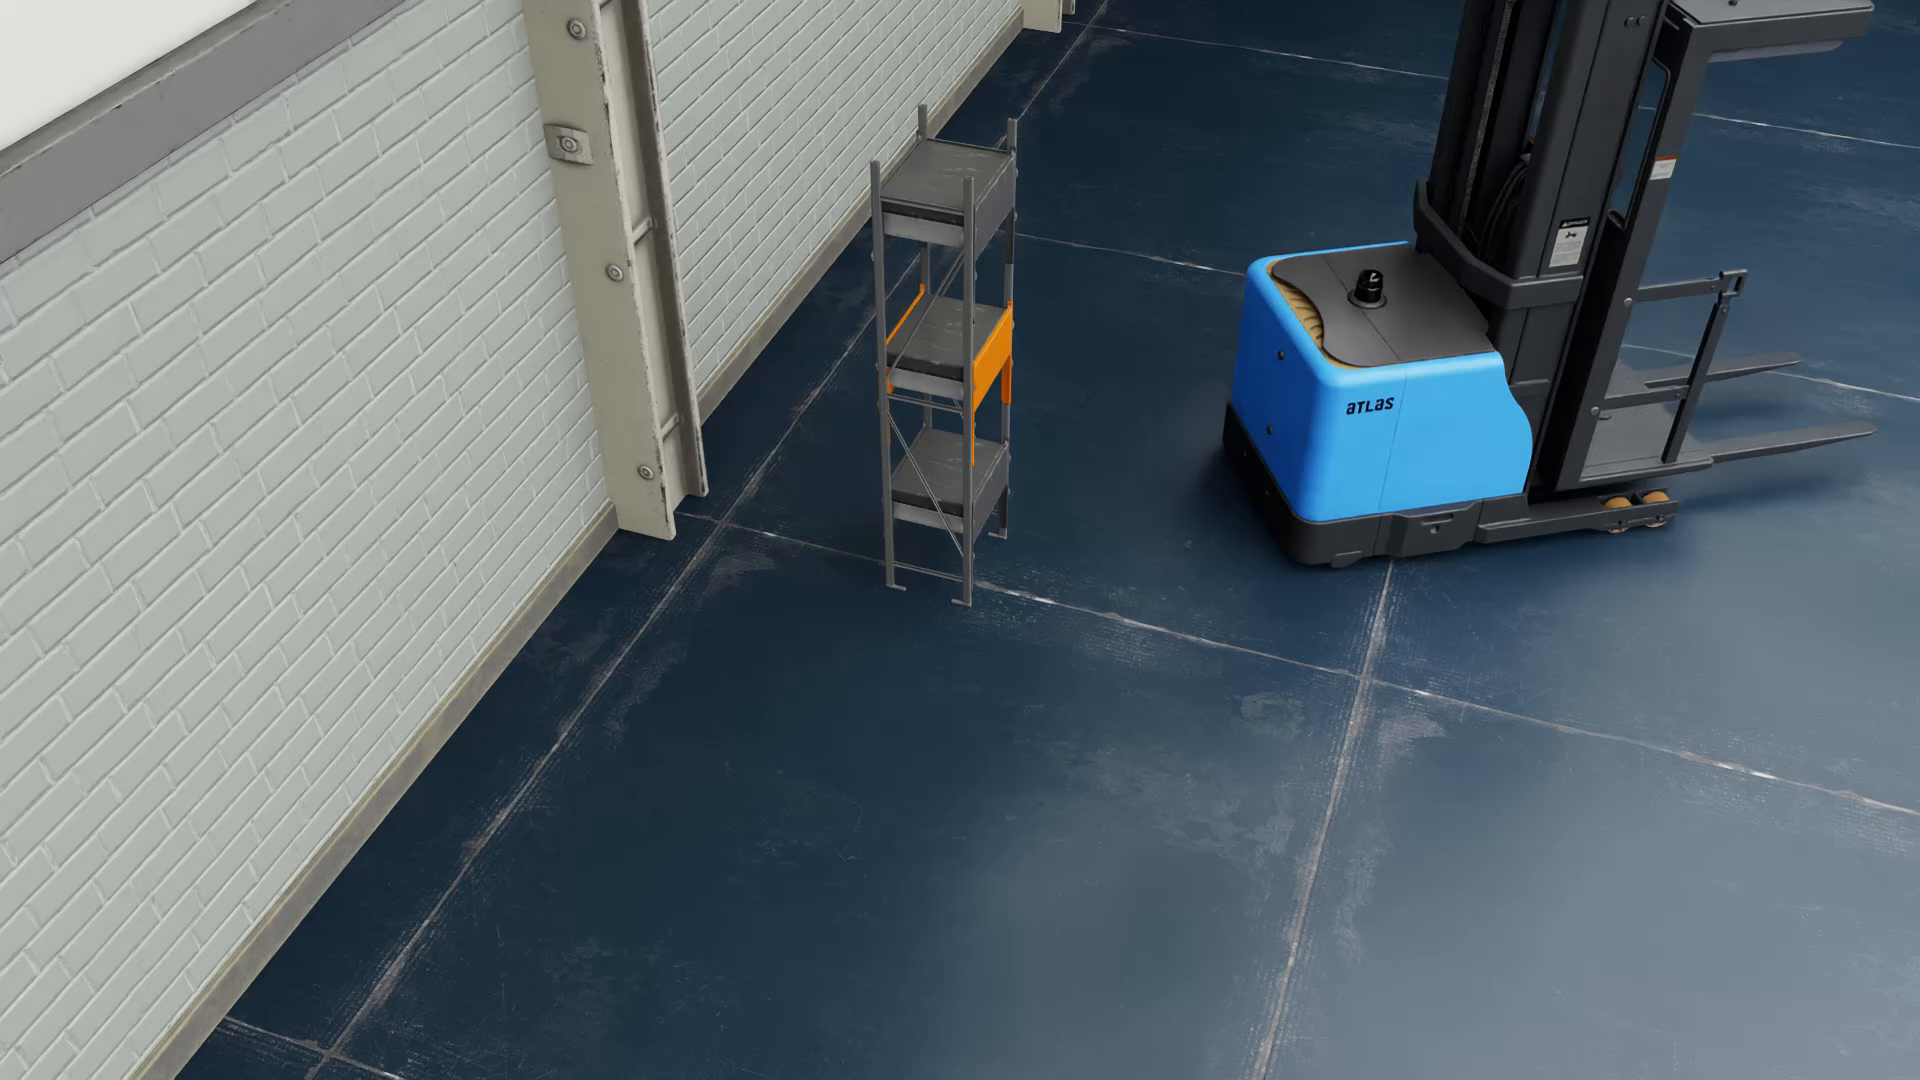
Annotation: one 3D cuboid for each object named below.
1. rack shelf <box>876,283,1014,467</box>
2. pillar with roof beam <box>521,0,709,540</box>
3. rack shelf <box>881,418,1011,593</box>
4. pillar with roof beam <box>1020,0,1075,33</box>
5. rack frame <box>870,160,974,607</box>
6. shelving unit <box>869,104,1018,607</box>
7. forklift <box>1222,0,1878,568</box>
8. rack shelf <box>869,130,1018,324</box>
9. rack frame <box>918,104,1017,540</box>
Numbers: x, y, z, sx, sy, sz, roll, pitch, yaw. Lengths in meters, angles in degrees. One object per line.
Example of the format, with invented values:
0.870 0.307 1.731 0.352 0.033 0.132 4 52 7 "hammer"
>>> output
-0.057 -0.687 6.913 0.431 0.518 0.480 13 42 15 "rack shelf"
2.630 -2.620 3.841 9.100 9.000 0.400 13 42 15 "pillar with roof beam"
-0.057 -0.155 7.367 0.431 0.518 0.480 13 42 15 "rack shelf"
4.682 -6.279 8.131 9.100 9.000 0.400 13 42 15 "pillar with roof beam"
-0.140 -0.549 6.729 0.400 2.100 0.015 13 42 15 "rack frame"
-0.057 -0.698 6.904 0.431 2.100 0.503 13 42 15 "shelving unit"
2.860 -1.476 7.176 3.031 2.935 1.130 -8 41 -9 "forklift"
-0.057 -1.220 6.458 0.431 0.518 0.480 13 42 15 "rack shelf"
0.027 -0.847 7.078 0.400 2.100 0.015 13 42 15 "rack frame"
